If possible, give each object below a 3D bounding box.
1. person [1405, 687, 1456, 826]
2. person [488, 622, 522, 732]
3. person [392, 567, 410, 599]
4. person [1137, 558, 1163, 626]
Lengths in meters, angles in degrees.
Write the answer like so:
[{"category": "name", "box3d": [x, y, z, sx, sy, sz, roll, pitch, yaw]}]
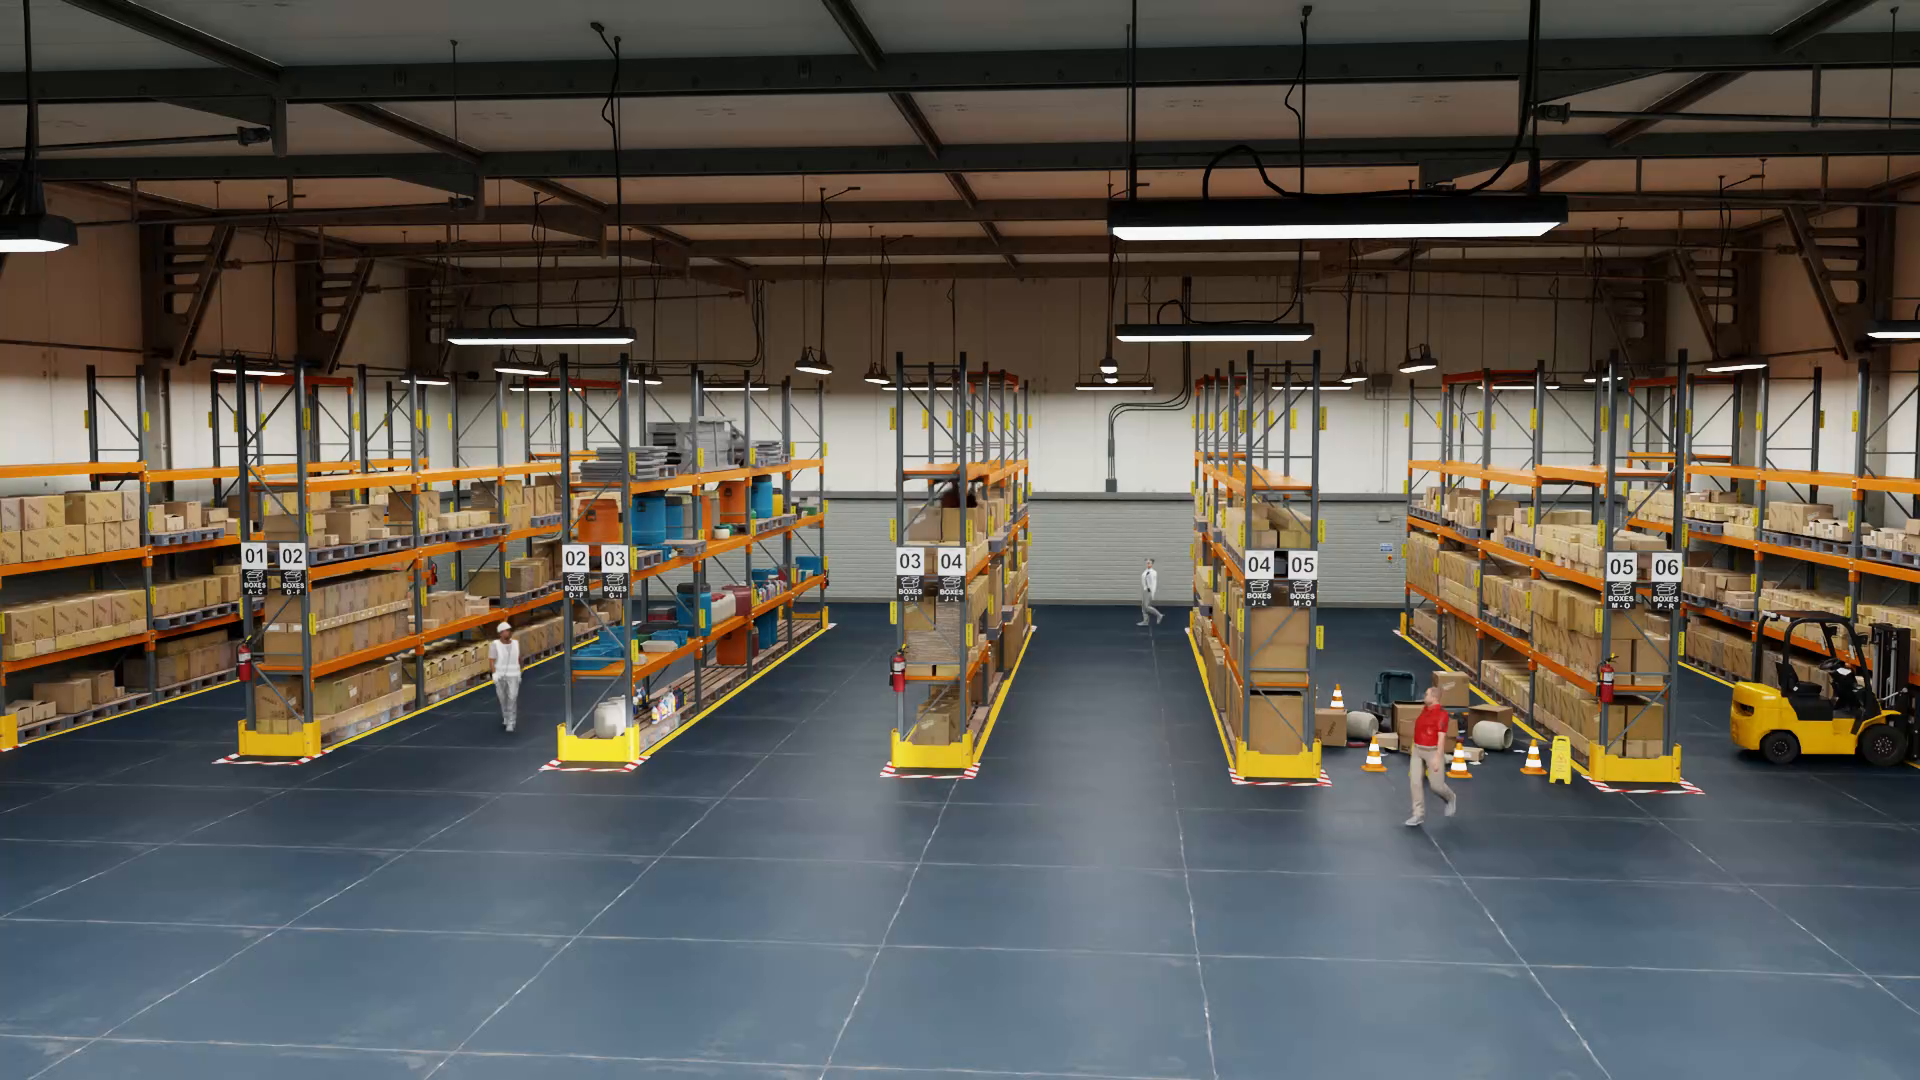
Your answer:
[{"category": "person", "box3d": [5.844, 2.669, 20.620, 0.493, 1.707, 0.707, 4, 6, 44]}, {"category": "person", "box3d": [-7.384, 2.205, 26.938, 0.486, 1.735, 1.009, 0, 4, -2]}, {"category": "person", "box3d": [-12.716, 1.506, 37.462, 0.745, 1.809, 0.877, 0, 4, 6]}, {"category": "person", "box3d": [4.645, 1.266, 40.689, 0.586, 1.668, 0.475, 0, 4, 1]}]
